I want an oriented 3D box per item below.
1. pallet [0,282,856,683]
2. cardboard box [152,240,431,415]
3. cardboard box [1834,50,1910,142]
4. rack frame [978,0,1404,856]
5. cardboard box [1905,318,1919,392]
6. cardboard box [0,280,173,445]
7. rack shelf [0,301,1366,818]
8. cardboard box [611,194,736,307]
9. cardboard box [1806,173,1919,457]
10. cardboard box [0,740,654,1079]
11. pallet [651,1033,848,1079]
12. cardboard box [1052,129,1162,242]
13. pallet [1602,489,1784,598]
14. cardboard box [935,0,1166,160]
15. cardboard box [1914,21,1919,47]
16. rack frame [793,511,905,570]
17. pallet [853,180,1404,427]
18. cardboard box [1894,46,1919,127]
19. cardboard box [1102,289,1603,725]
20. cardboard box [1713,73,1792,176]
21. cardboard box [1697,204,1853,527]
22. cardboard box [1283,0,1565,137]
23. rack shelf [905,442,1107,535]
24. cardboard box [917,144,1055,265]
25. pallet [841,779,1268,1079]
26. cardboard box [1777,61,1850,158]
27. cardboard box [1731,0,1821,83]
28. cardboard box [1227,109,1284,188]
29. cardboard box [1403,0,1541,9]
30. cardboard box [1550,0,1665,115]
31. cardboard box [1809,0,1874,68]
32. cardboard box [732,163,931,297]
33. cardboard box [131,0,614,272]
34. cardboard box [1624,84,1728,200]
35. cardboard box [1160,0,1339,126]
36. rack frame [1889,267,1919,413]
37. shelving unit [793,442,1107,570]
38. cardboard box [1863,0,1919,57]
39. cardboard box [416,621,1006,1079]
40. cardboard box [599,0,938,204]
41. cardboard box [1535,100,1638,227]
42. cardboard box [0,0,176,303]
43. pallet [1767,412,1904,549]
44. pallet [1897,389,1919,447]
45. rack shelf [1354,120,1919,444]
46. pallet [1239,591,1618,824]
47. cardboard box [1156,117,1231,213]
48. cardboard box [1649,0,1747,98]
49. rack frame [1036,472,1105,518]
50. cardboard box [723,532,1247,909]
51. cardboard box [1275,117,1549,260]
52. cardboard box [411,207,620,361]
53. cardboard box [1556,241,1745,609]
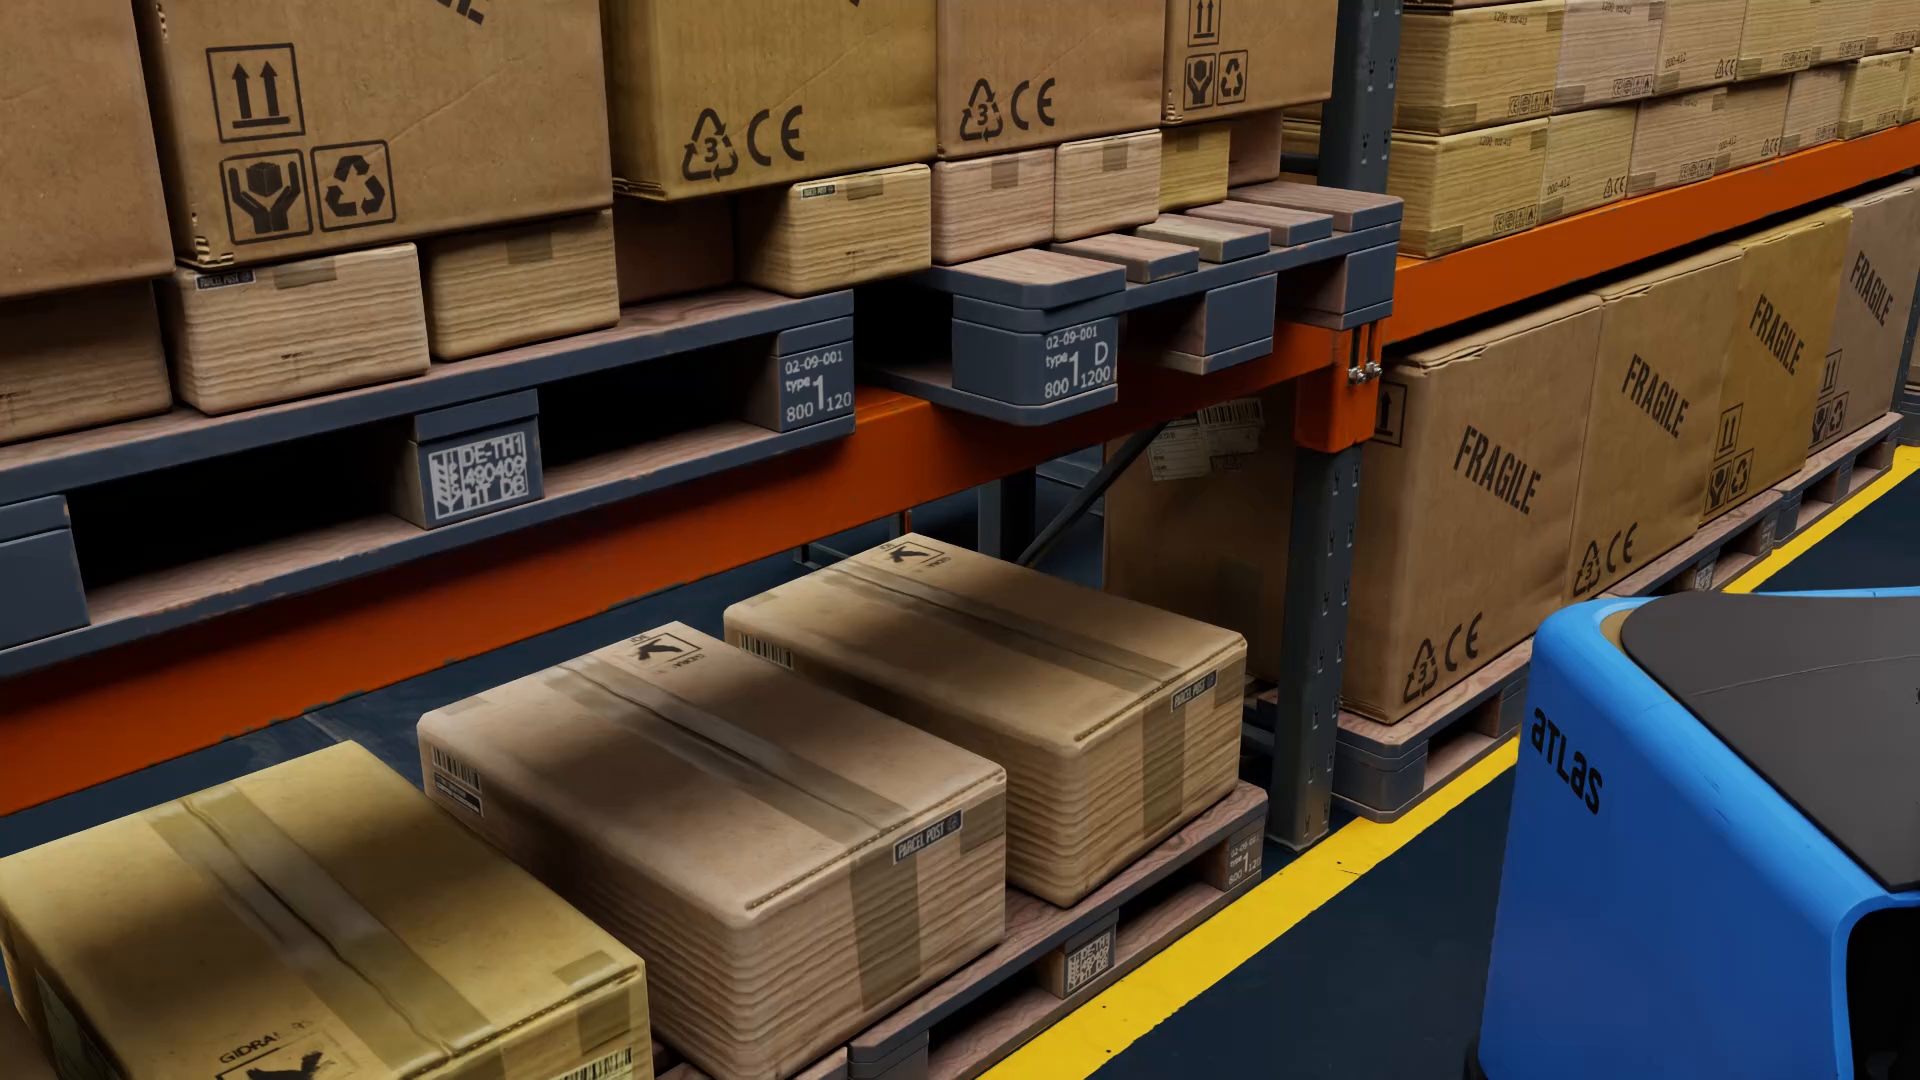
[{"bbox_3d":[-0.908,-0.223,2.241,1.003,0.211,1.213,19,28,41],"label":"pallet"},{"bbox_3d":[-0.806,-0.273,1.869,0.250,0.149,0.380,-19,28,-40],"label":"cardboard box"},{"bbox_3d":[2.746,-1.481,5.455,0.500,0.250,0.500,19,28,40],"label":"cardboard box"},{"bbox_3d":[0.444,-0.832,3.557,1.000,3.000,0.127,19,28,41],"label":"rack frame"},{"bbox_3d":[3.749,-0.994,6.967,0.875,0.438,0.875,19,28,40],"label":"cardboard box"},{"bbox_3d":[-1.028,-0.218,1.725,0.380,0.149,0.250,20,28,41],"label":"cardboard box"},{"bbox_3d":[-0.952,0.018,2.349,1.077,0.370,4.000,19,28,41],"label":"rack shelf"},{"bbox_3d":[-0.524,-0.434,2.288,0.380,0.149,0.250,20,28,41],"label":"cardboard box"},{"bbox_3d":[2.859,-0.885,6.072,0.875,0.875,0.875,-19,28,-40],"label":"cardboard box"},{"bbox_3d":[-1.000,0.727,2.580,0.625,0.372,0.950,-19,28,-40],"label":"cardboard box"},{"bbox_3d":[-0.954,0.983,2.724,1.003,0.211,1.213,19,28,41],"label":"pallet"},{"bbox_3d":[0.105,-0.604,2.731,0.380,0.149,0.250,19,28,40],"label":"cardboard box"},{"bbox_3d":[1.899,-0.026,5.348,1.003,0.211,1.213,19,28,41],"label":"pallet"},{"bbox_3d":[-0.027,-0.891,2.573,0.500,0.500,0.500,19,28,40],"label":"cardboard box"},{"bbox_3d":[3.101,-1.849,5.717,0.500,0.250,0.500,19,28,41],"label":"cardboard box"},{"bbox_3d":[-0.350,-0.396,5.037,0.500,1.125,0.032,19,28,41],"label":"rack frame"},{"bbox_3d":[0.023,-0.532,3.046,1.213,0.211,1.003,19,28,41],"label":"pallet"},{"bbox_3d":[3.102,-1.611,5.795,0.500,0.250,0.500,18,28,39],"label":"cardboard box"},{"bbox_3d":[0.985,-0.193,4.271,0.875,0.875,0.875,19,28,40],"label":"cardboard box"},{"bbox_3d":[2.023,-1.222,4.782,0.500,0.250,0.500,19,28,41],"label":"cardboard box"},{"bbox_3d":[2.234,-0.651,5.462,0.875,0.875,0.875,-19,28,-40],"label":"cardboard box"},{"bbox_3d":[0.974,-1.063,3.673,0.500,0.250,0.500,19,28,40],"label":"cardboard box"},{"bbox_3d":[0.005,-0.299,5.465,0.538,0.278,1.000,19,28,41],"label":"rack shelf"},{"bbox_3d":[-0.077,-0.542,2.567,0.380,0.149,0.250,18,27,38],"label":"cardboard box"},{"bbox_3d":[-0.103,0.670,3.536,1.003,0.211,1.213,19,28,41],"label":"pallet"},{"bbox_3d":[2.380,-1.356,5.130,0.500,0.250,0.500,18,28,39],"label":"cardboard box"},{"bbox_3d":[2.055,-1.448,4.673,0.500,0.250,0.500,-20,28,-41],"label":"cardboard box"},{"bbox_3d":[0.383,-0.767,3.155,0.250,0.149,0.380,-19,28,-40],"label":"cardboard box"},{"bbox_3d":[0.963,-1.411,3.531,0.500,0.500,0.500,18,27,39],"label":"cardboard box"},{"bbox_3d":[1.335,-1.196,4.018,0.500,0.250,0.500,-19,28,-41],"label":"cardboard box"},{"bbox_3d":[2.400,-1.584,5.027,0.500,0.250,0.500,-19,28,-41],"label":"cardboard box"},{"bbox_3d":[-0.259,-0.467,2.374,0.250,0.149,0.380,-20,28,-41],"label":"cardboard box"},{"bbox_3d":[-0.760,-0.621,1.870,0.500,0.500,0.500,18,27,39],"label":"cardboard box"},{"bbox_3d":[1.681,-1.094,4.450,0.500,0.250,0.500,-19,28,-40],"label":"cardboard box"},{"bbox_3d":[0.326,-1.027,2.926,0.500,0.500,0.500,18,28,39],"label":"cardboard box"},{"bbox_3d":[3.234,-1.860,6.232,1.000,3.000,0.127,19,28,41],"label":"rack frame"},{"bbox_3d":[0.005,-0.527,5.377,0.538,1.125,1.048,19,28,41],"label":"shelving unit"},{"bbox_3d":[2.757,-1.719,5.377,0.500,0.250,0.500,-19,28,-41],"label":"cardboard box"},{"bbox_3d":[-0.467,0.533,3.083,0.950,0.372,0.625,19,28,40],"label":"cardboard box"},{"bbox_3d":[-0.378,-0.761,2.234,0.500,0.500,0.500,17,27,37],"label":"cardboard box"},{"bbox_3d":[1.311,-0.961,4.103,0.500,0.250,0.500,18,28,39],"label":"cardboard box"},{"bbox_3d":[-1.111,-0.486,1.519,0.500,0.500,0.500,19,28,40],"label":"cardboard box"},{"bbox_3d":[2.750,-0.341,6.168,1.003,0.211,1.213,19,28,41],"label":"pallet"},{"bbox_3d":[3.821,-0.734,7.190,1.003,0.211,1.213,19,28,41],"label":"pallet"},{"bbox_3d":[1.839,-1.010,5.024,1.077,0.370,4.000,19,28,41],"label":"rack shelf"},{"bbox_3d":[1.048,0.286,4.536,1.003,0.211,1.213,19,28,41],"label":"pallet"},{"bbox_3d":[0.248,-0.680,2.928,0.250,0.149,0.380,-20,28,-41],"label":"cardboard box"},{"bbox_3d":[1.692,-1.321,4.343,0.500,0.250,0.500,19,28,40],"label":"cardboard box"},{"bbox_3d":[0.359,-0.657,5.717,0.500,1.125,0.032,19,28,41],"label":"rack frame"},{"bbox_3d":[0.042,0.342,3.582,0.950,0.372,0.625,17,27,37],"label":"cardboard box"},{"bbox_3d":[0.965,-0.824,3.748,0.500,0.250,0.500,19,28,40],"label":"cardboard box"},{"bbox_3d":[-0.641,-0.349,2.067,0.380,0.149,0.250,18,27,39],"label":"cardboard box"},{"bbox_3d":[1.610,-0.421,4.865,0.875,0.875,0.875,20,29,41],"label":"cardboard box"}]
